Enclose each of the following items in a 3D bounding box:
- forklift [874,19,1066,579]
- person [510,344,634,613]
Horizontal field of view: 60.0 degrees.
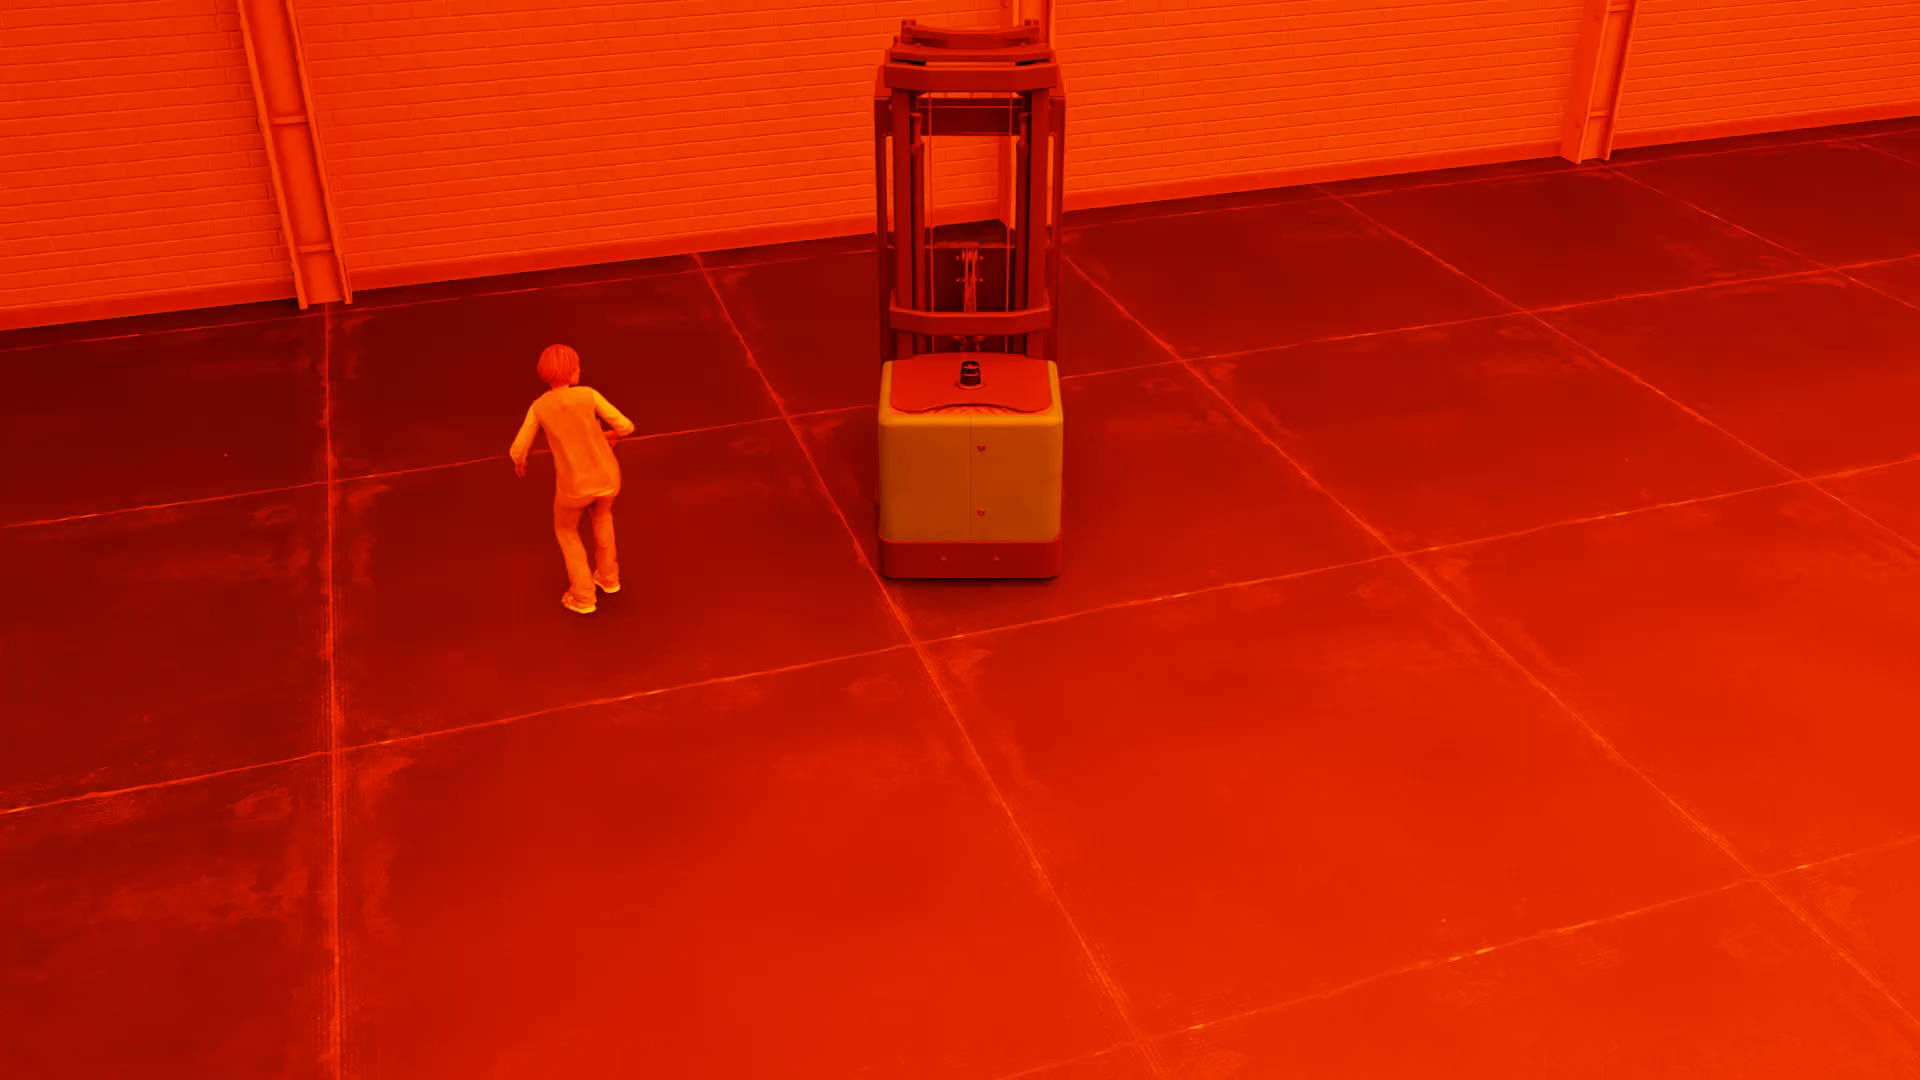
[{"bbox_3d":[0.054,-1.743,10.117,1.130,2.935,3.031,0,30,0],"label":"forklift"},{"bbox_3d":[-2.097,-0.335,9.091,0.656,1.548,0.484,-12,32,-20],"label":"person"}]
